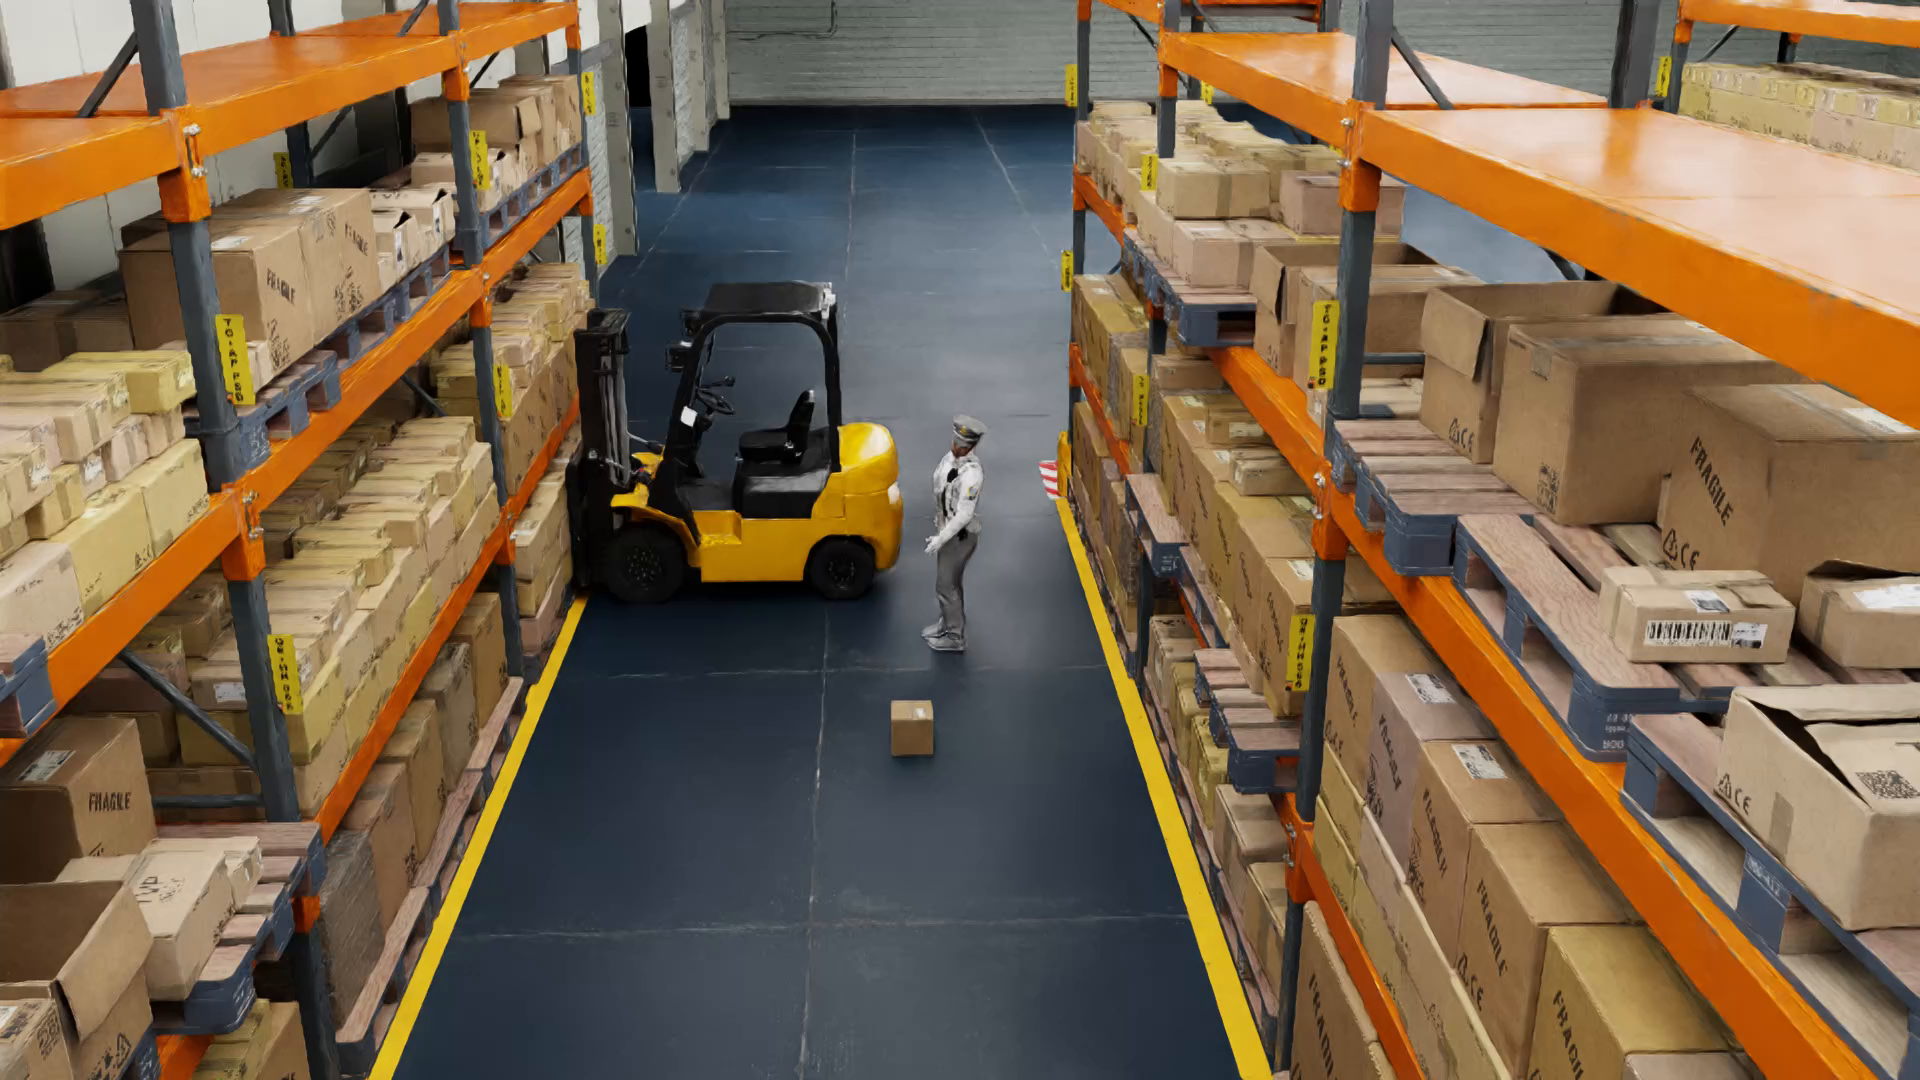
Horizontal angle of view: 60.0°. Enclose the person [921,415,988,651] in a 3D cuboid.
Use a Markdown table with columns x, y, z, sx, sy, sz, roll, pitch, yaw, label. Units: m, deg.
| x | y | z | sx | sy | sz | roll | pitch | yaw | label |
| --- | --- | --- | --- | --- | --- | --- | --- | --- | --- |
| -0.056 | -0.045 | 11.205 | 0.449 | 1.670 | 0.569 | -6 | 21 | -15 | person |
